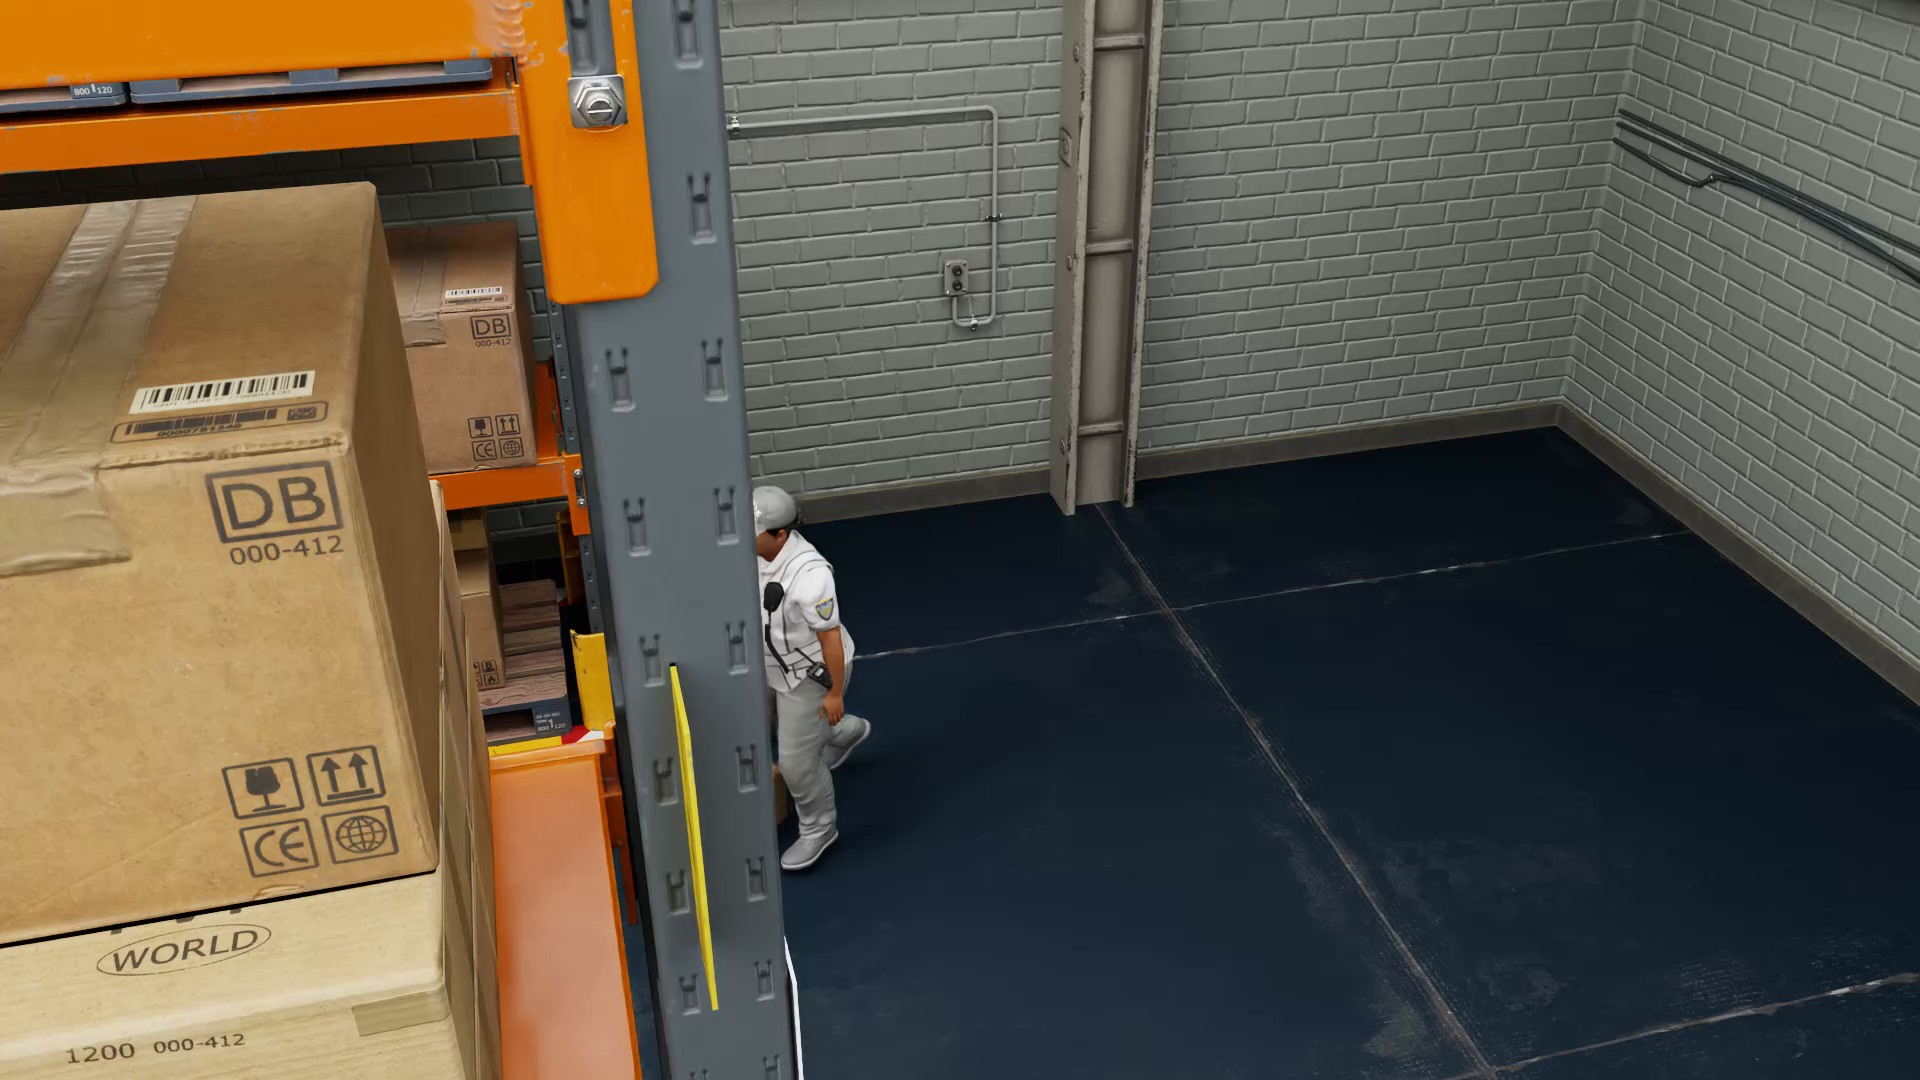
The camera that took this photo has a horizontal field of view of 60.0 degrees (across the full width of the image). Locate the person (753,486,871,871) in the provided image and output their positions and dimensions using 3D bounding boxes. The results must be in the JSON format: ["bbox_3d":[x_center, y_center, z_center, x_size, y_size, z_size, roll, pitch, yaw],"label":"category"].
[{"bbox_3d":[-0.570,0.447,6.357,0.724,1.638,0.529,-24,38,-35],"label":"person"}]
